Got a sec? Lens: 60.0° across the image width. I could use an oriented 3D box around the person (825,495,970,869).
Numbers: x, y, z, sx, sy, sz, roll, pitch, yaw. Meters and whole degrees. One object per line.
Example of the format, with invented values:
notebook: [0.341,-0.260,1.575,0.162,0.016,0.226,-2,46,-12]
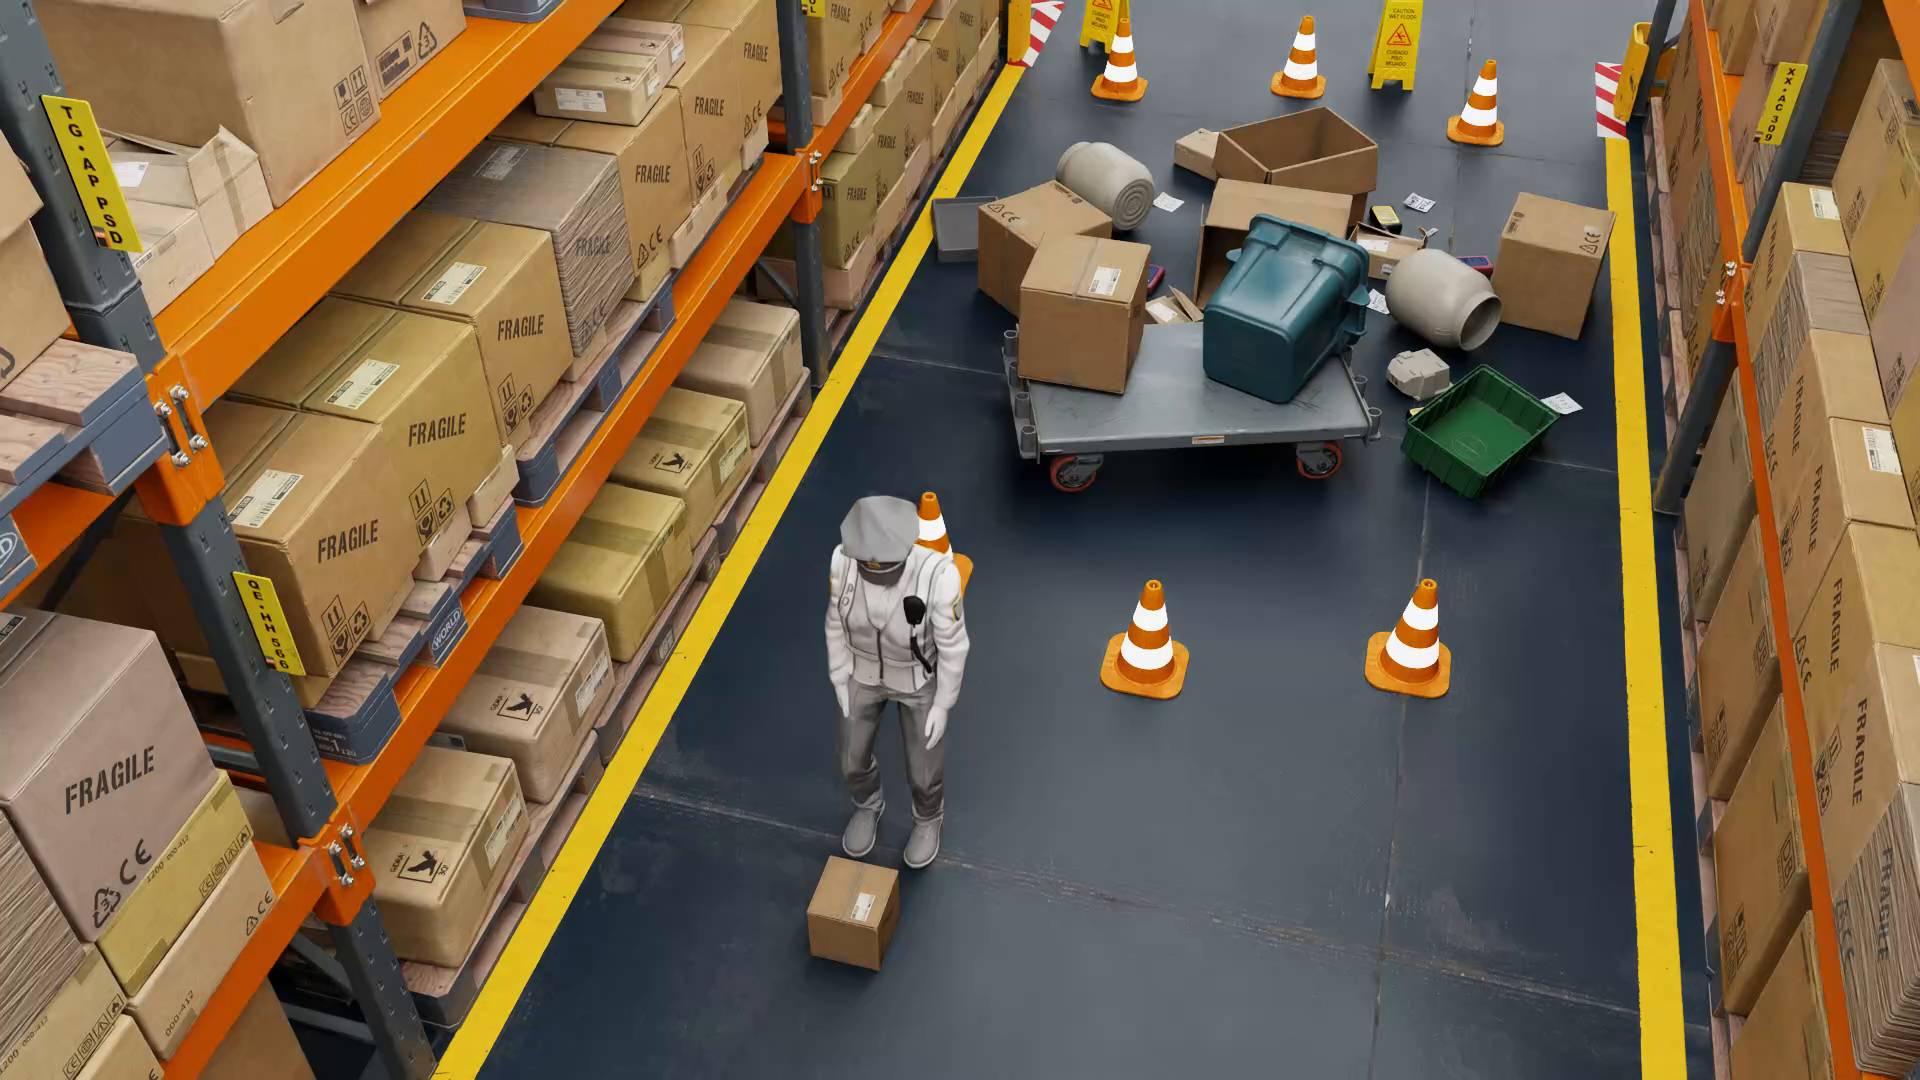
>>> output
person: [-0.216,0.492,5.629,0.496,1.635,0.428,11,42,12]
